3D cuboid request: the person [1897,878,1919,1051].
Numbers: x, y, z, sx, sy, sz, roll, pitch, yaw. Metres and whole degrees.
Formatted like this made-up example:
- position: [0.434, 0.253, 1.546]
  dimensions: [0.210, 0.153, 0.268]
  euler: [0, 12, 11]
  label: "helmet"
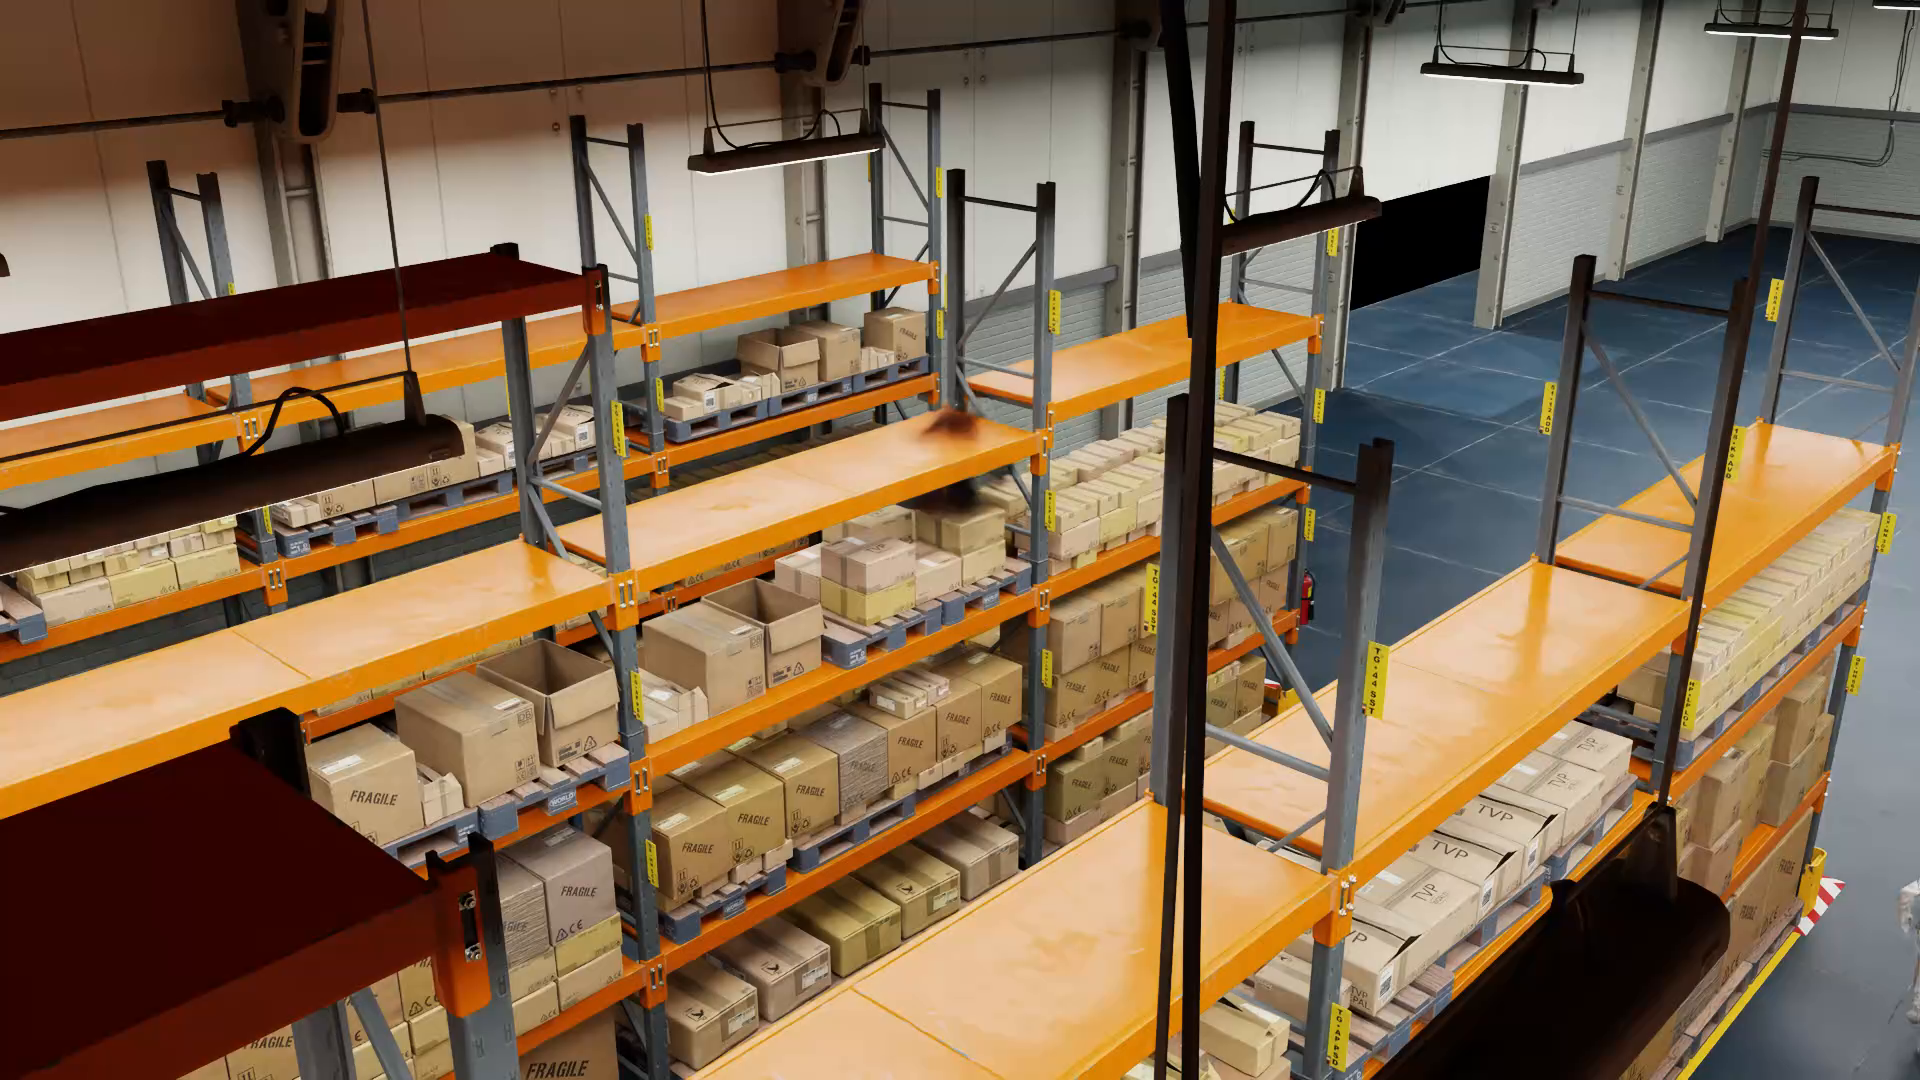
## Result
- position: [7.229, 2.907, 12.220]
  dimensions: [0.634, 1.651, 0.728]
  euler: [17, 27, 37]
  label: "person"
